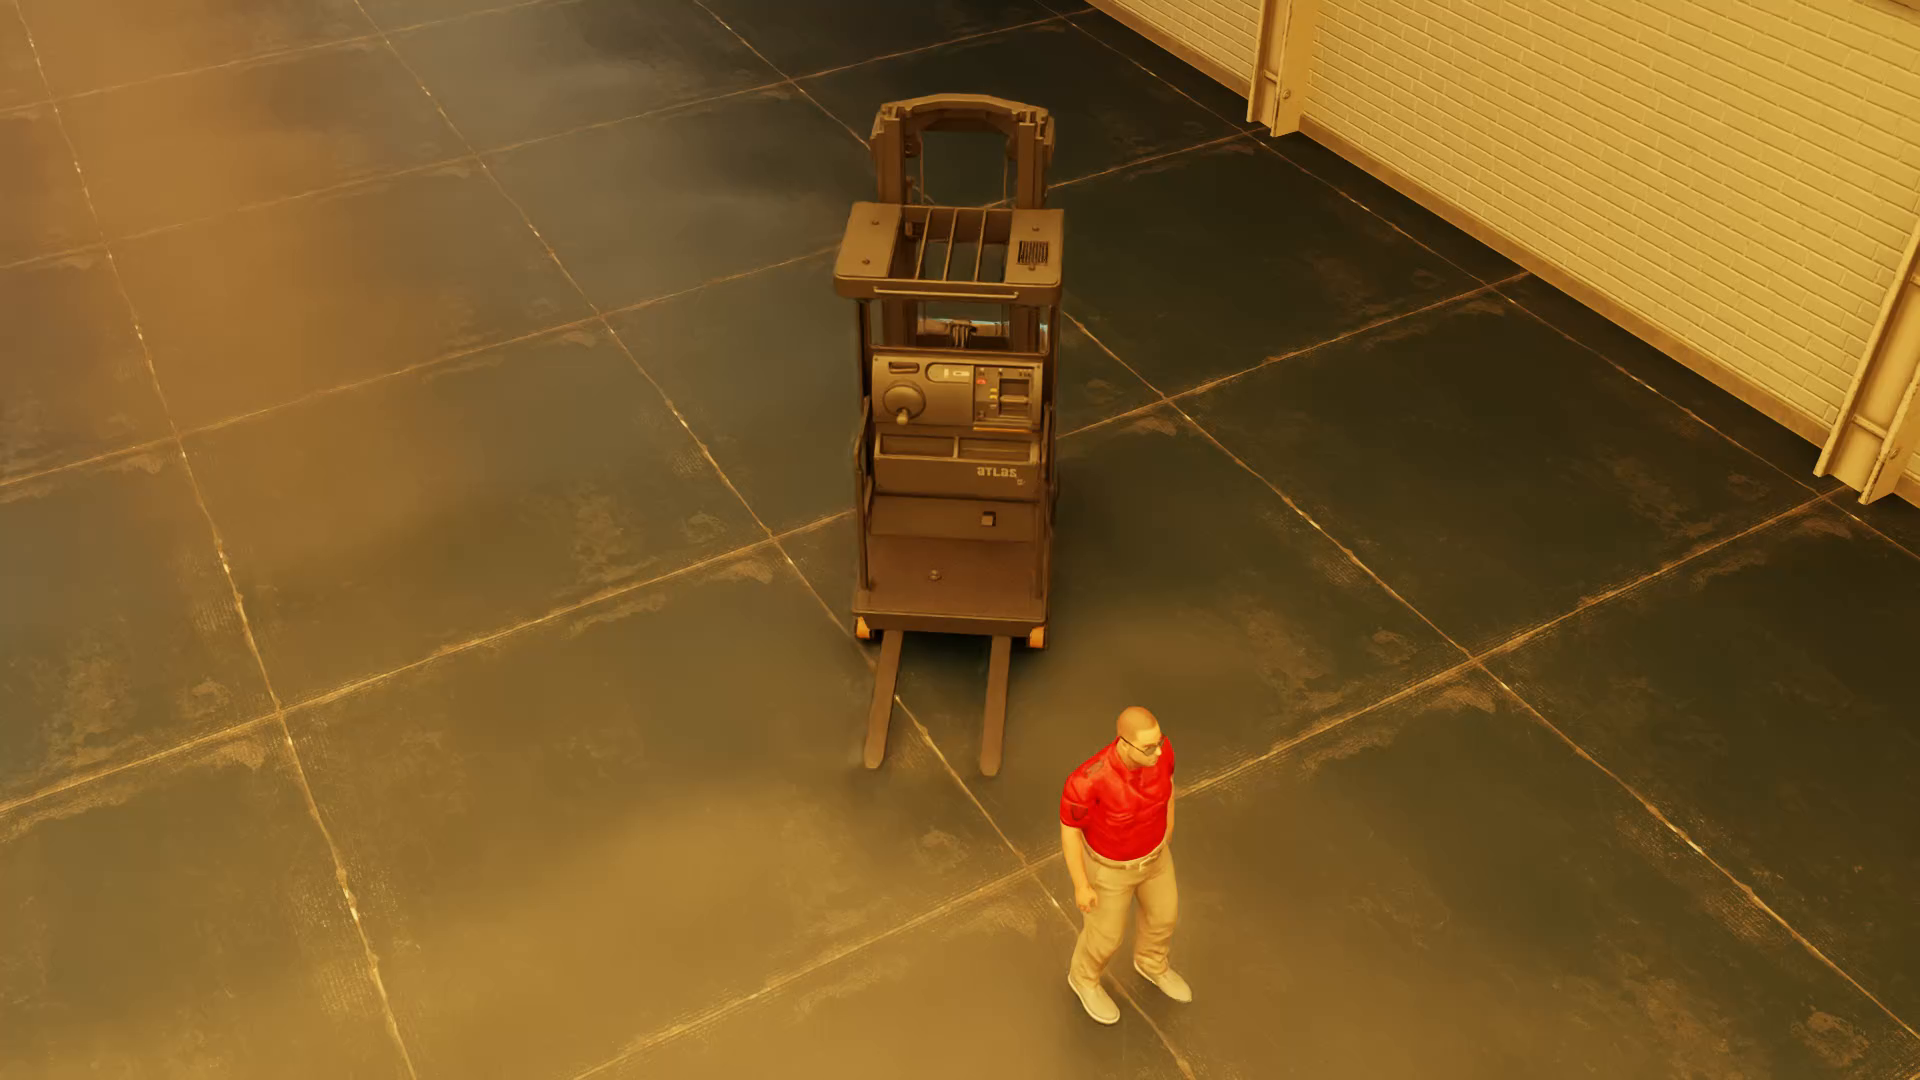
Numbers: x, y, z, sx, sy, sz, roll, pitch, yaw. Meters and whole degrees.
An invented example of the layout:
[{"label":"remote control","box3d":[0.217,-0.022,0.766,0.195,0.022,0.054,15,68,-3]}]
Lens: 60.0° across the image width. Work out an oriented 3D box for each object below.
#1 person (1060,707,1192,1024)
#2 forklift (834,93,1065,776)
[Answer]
[{"label":"person","box3d":[0.764,1.446,7.269,0.619,1.759,0.490,-24,45,-26]},{"label":"forklift","box3d":[-0.031,-0.729,8.915,1.130,2.935,3.031,3,40,4]}]
